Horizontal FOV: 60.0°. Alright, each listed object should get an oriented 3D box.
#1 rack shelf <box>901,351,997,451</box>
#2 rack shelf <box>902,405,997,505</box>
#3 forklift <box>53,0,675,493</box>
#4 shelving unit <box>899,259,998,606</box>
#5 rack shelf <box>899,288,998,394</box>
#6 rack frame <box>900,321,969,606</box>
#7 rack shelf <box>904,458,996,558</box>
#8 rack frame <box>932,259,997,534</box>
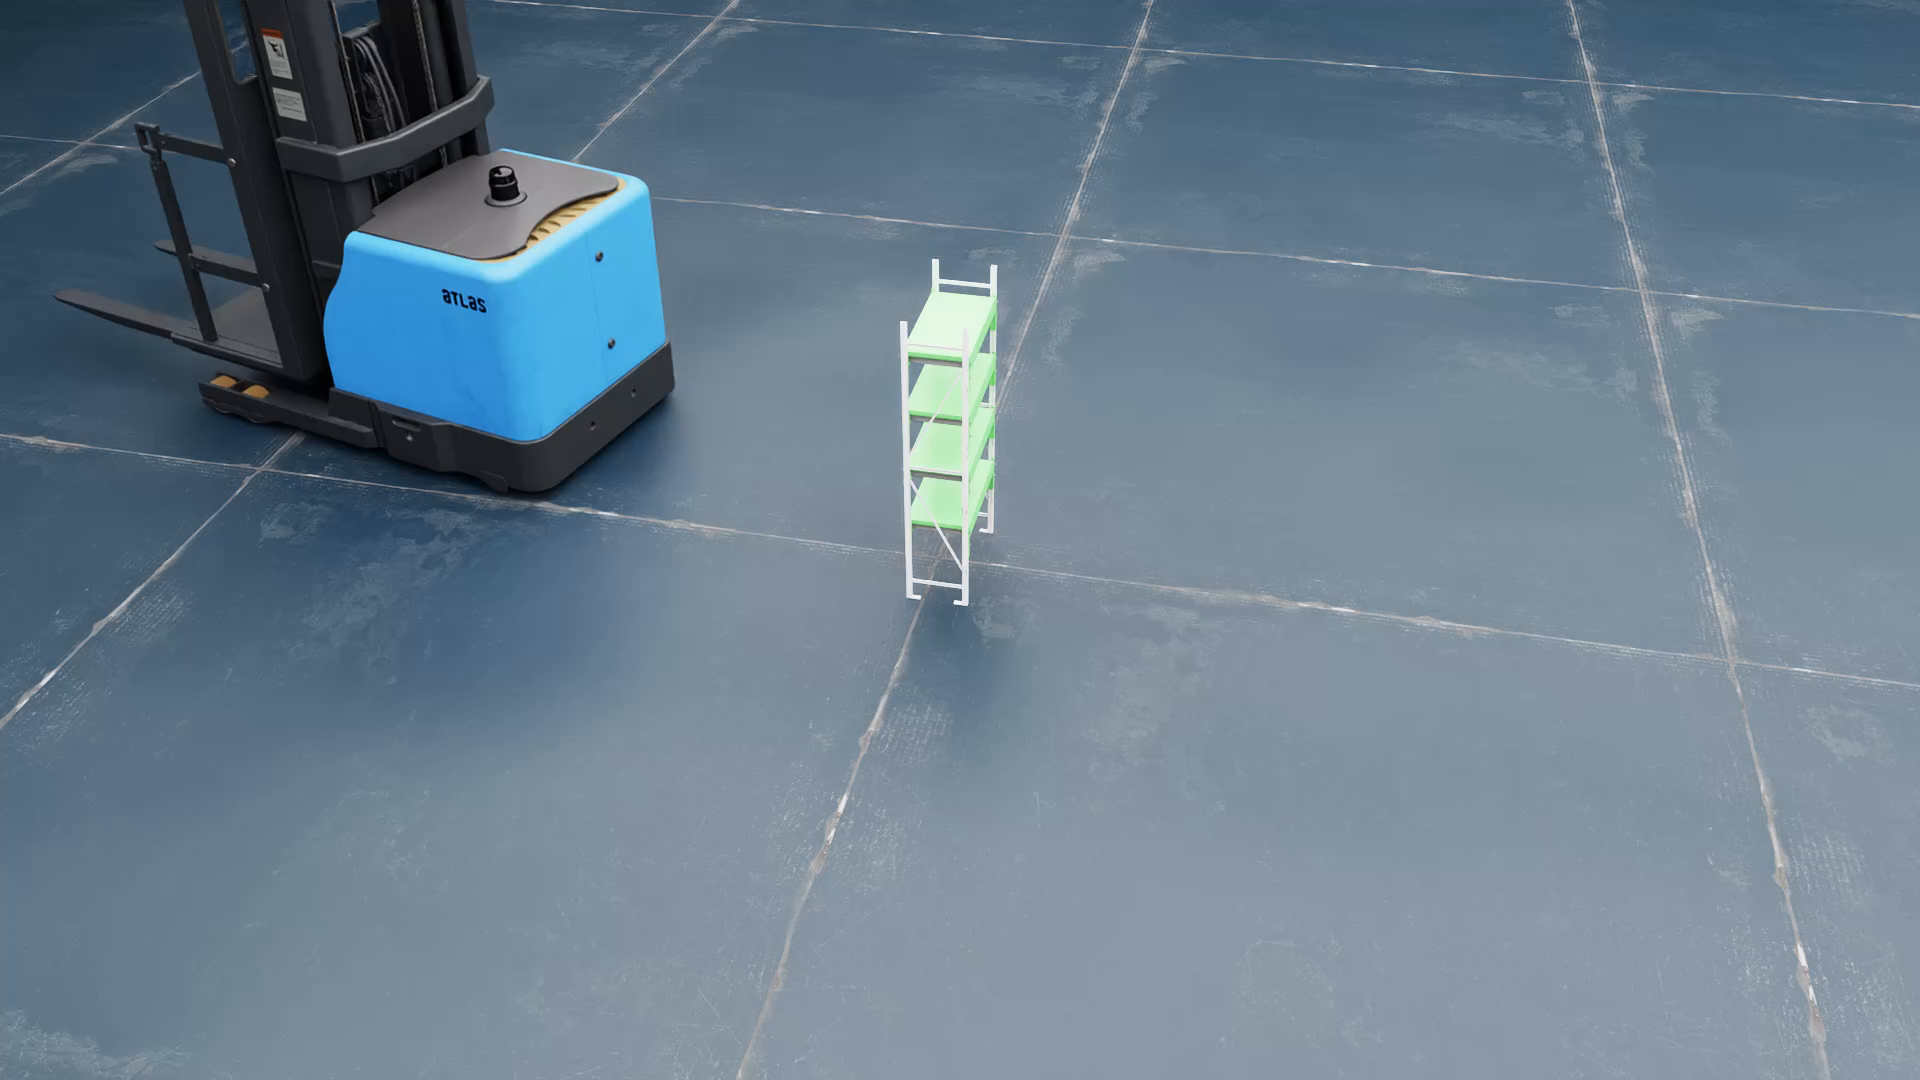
[{"bbox_3d":[-0.035,-0.534,6.164,0.258,0.148,0.480,7,37,10],"label":"rack shelf"},{"bbox_3d":[-0.035,-0.339,6.304,0.258,0.148,0.480,7,37,10],"label":"rack shelf"},{"bbox_3d":[-2.858,-1.972,6.973,3.031,2.935,1.130,16,39,21],"label":"forklift"},{"bbox_3d":[-0.035,-0.391,6.267,0.258,1.200,0.503,7,37,10],"label":"shelving unit"},{"bbox_3d":[-0.035,-0.728,6.023,0.258,0.148,0.480,7,37,10],"label":"rack shelf"},{"bbox_3d":[-0.087,-0.251,6.074,0.240,1.200,0.015,7,37,10],"label":"rack frame"},{"bbox_3d":[-0.035,-0.145,6.445,0.258,0.148,0.480,7,37,10],"label":"rack shelf"},{"bbox_3d":[0.017,-0.531,6.460,0.240,1.200,0.015,7,37,10],"label":"rack frame"}]
